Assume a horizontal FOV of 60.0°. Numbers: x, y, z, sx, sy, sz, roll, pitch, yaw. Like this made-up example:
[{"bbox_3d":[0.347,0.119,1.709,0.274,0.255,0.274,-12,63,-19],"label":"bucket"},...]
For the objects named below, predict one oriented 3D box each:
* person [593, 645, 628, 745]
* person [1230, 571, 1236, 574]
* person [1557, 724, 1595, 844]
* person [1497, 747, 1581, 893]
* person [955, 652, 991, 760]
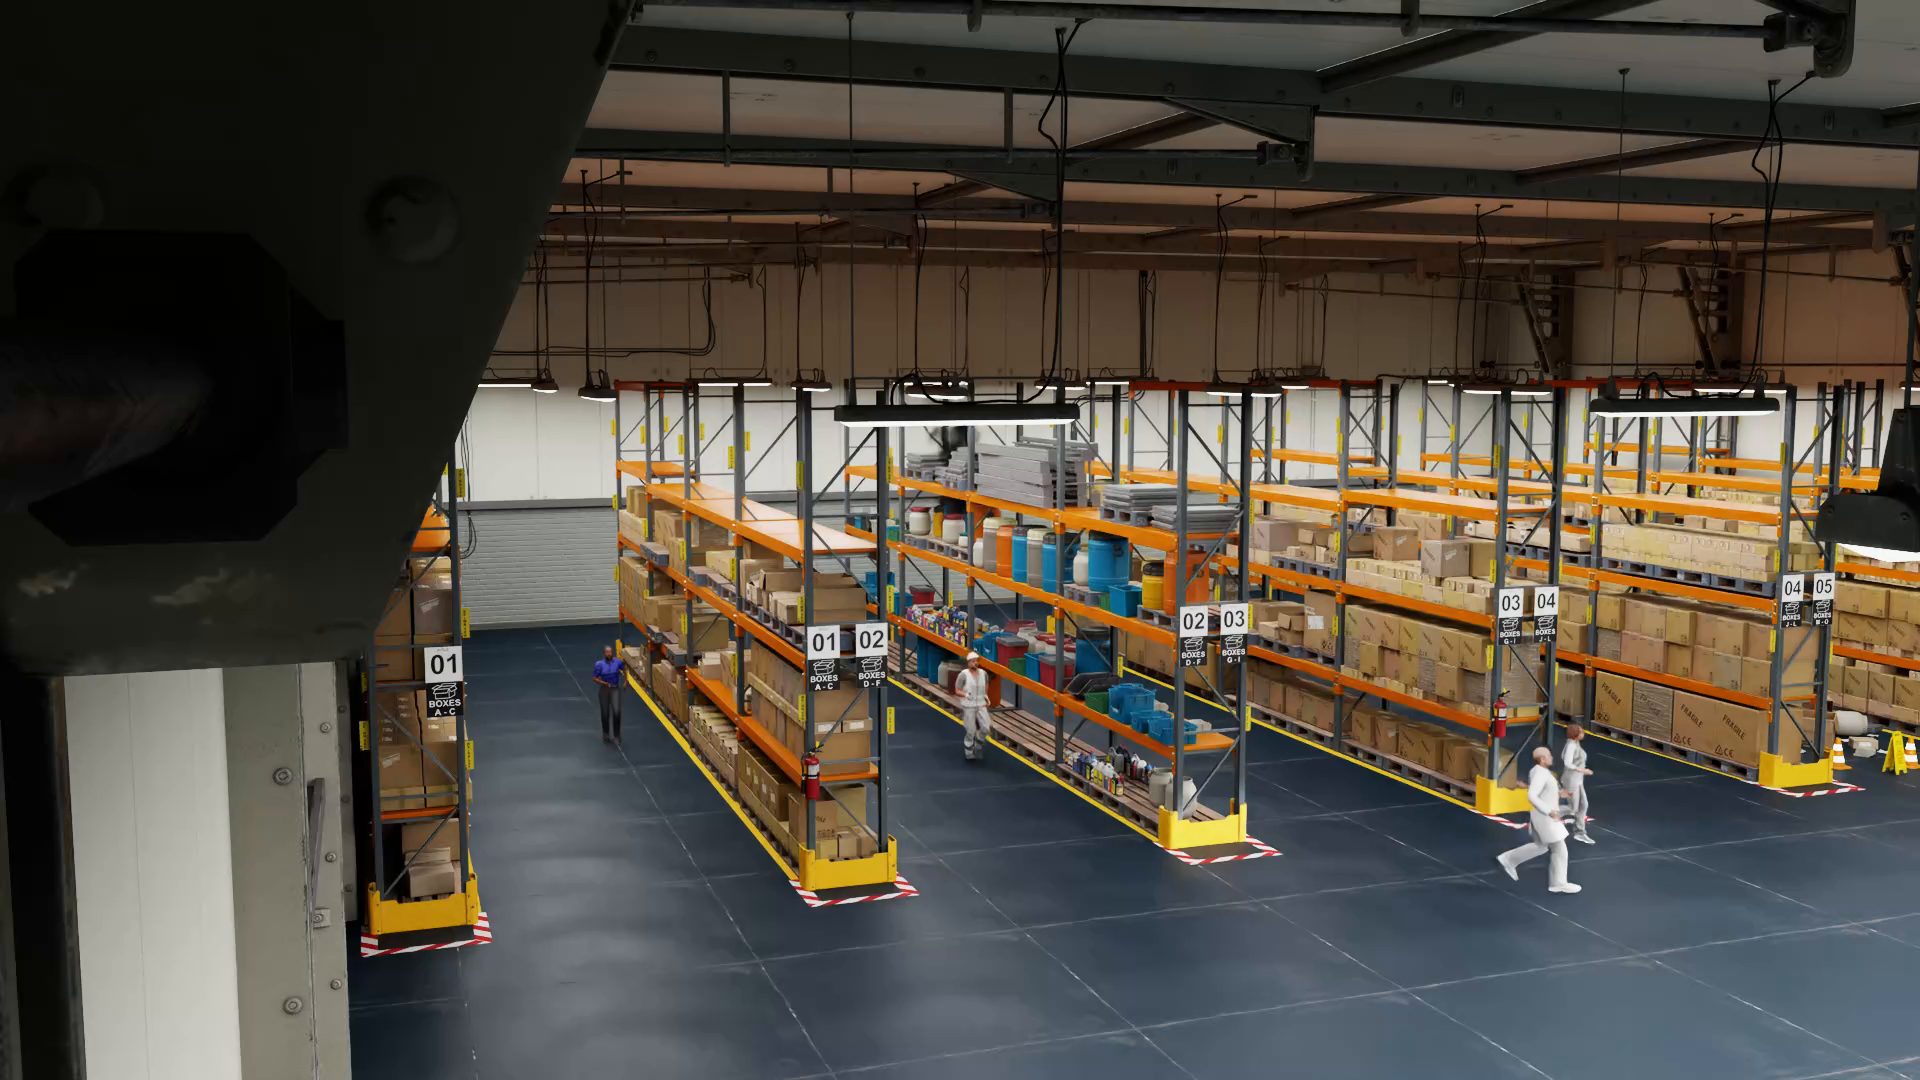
[{"bbox_3d":[-5.831,2.597,27.775,0.589,1.717,0.723,-2,6,-16],"label":"person"},{"bbox_3d":[6.177,1.503,38.113,0.621,1.611,0.532,-2,6,-18],"label":"person"},{"bbox_3d":[8.057,3.221,22.031,0.729,1.605,0.554,2,7,22],"label":"person"},{"bbox_3d":[6.977,3.348,19.959,0.963,1.751,0.720,1,6,10],"label":"person"},{"bbox_3d":[0.252,2.658,26.412,0.628,1.753,0.632,-2,6,-20],"label":"person"}]
